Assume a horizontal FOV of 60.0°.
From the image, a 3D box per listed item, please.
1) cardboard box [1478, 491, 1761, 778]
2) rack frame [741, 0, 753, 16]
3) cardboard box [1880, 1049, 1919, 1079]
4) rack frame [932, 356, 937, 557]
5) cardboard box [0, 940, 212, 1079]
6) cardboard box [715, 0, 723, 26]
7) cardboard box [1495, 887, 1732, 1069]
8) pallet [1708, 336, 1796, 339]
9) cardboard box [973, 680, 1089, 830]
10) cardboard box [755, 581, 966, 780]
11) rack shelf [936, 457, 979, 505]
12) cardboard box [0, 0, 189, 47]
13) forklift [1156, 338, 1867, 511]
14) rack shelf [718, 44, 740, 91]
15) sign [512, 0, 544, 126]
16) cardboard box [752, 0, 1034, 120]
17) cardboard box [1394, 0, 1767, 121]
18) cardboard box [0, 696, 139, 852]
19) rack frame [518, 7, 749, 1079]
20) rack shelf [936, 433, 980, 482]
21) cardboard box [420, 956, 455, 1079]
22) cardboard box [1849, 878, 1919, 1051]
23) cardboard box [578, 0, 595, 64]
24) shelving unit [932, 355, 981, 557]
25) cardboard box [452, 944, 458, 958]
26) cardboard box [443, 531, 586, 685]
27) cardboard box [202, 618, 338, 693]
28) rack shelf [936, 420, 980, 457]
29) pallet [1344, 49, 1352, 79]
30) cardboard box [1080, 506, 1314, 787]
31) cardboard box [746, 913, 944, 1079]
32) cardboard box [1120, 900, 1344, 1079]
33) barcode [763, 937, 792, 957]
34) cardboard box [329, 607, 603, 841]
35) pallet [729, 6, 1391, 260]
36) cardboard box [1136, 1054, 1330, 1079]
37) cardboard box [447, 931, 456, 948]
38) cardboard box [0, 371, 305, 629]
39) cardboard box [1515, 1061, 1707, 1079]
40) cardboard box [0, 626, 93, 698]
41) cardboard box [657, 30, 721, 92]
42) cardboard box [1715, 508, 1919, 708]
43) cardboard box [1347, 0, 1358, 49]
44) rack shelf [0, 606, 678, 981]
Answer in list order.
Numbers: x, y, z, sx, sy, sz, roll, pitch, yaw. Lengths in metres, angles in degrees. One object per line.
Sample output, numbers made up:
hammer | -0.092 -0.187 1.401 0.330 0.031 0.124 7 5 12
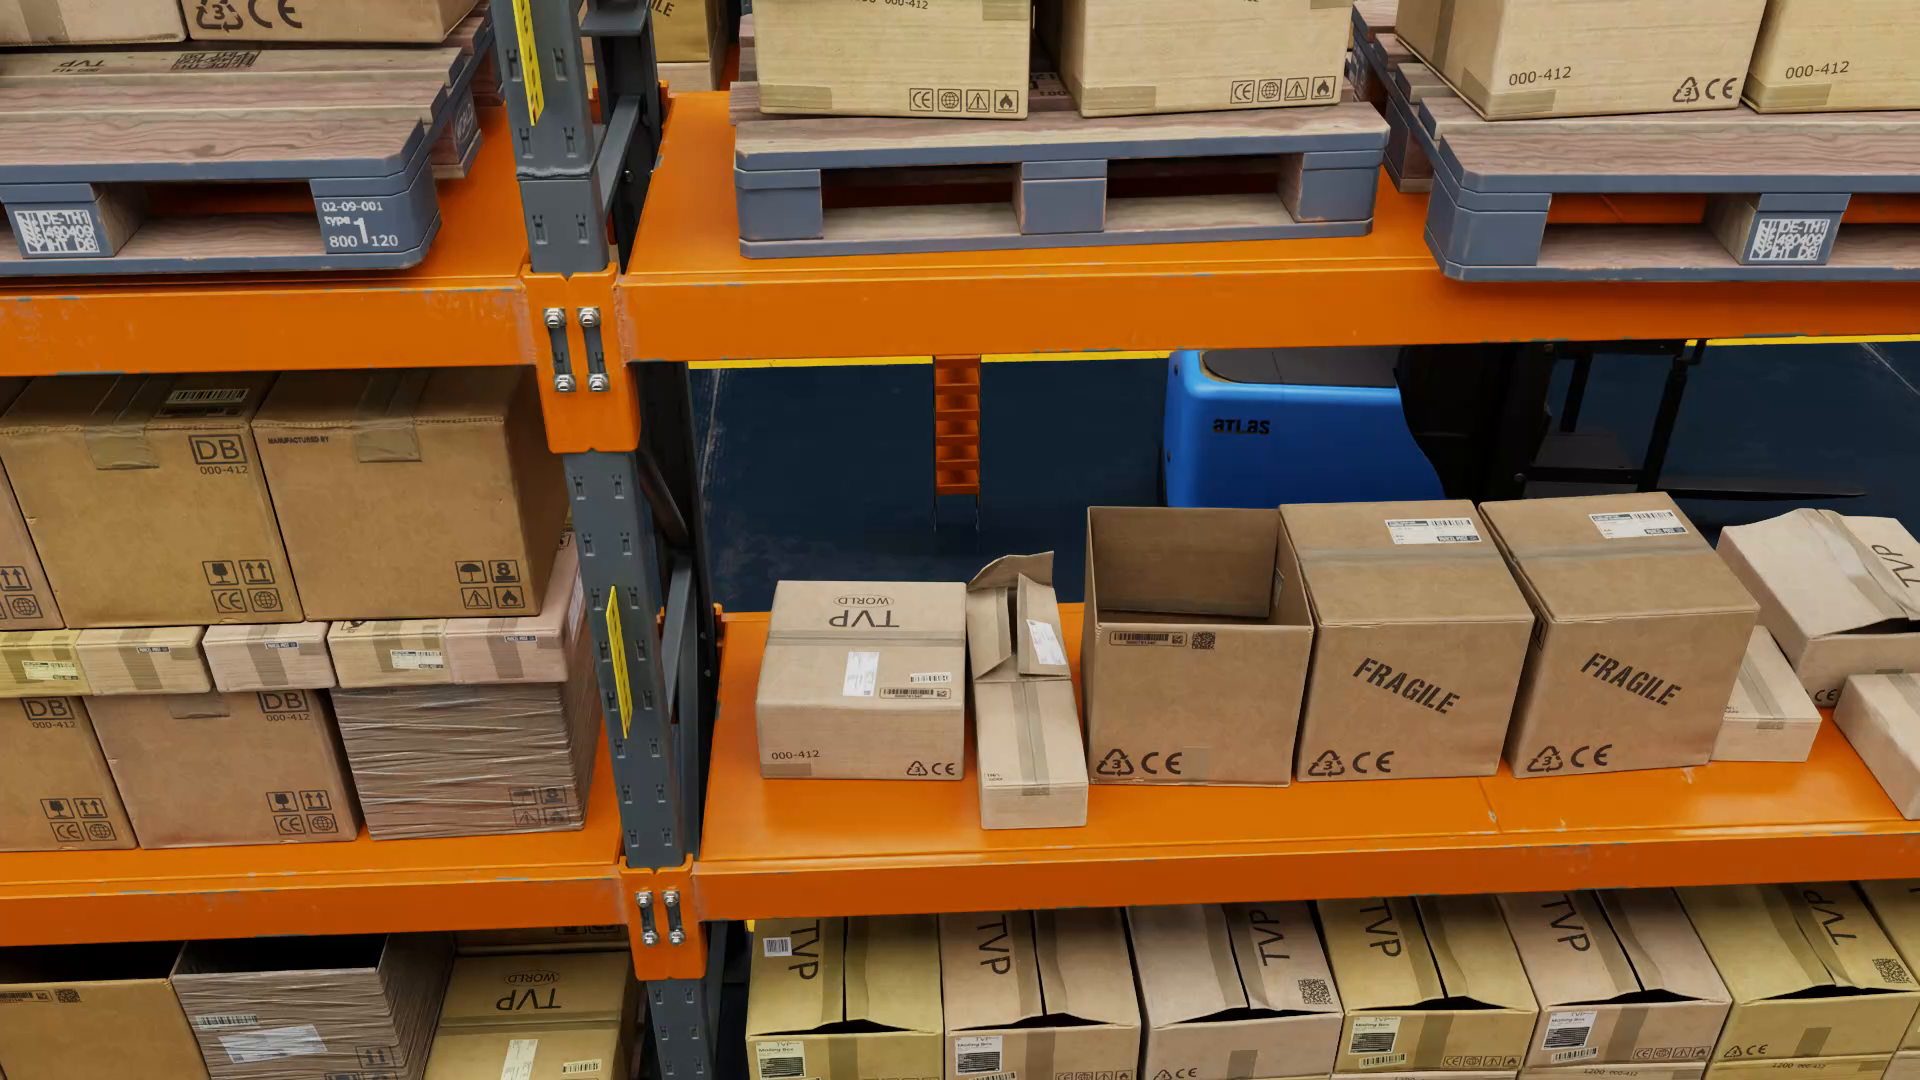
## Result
cardboard box | 1.593 0.232 4.190 0.500 0.500 0.500 -3 35 -5
rack frame | -0.965 -2.489 8.210 0.127 3.000 1.000 -2 35 -2
cardboard box | 2.755 1.330 4.740 0.500 0.250 0.500 -1 35 -1
rack frame | -0.106 -0.491 6.904 0.006 1.200 0.240 -2 35 -2
cardboard box | -2.179 1.136 4.361 0.500 0.500 0.500 -2 35 -2
cardboard box | -1.444 -2.850 8.187 0.500 0.500 0.500 -2 35 -3
cardboard box | 1.734 1.130 4.535 0.500 0.311 0.500 -2 35 -3
pallet | 3.821 -1.428 9.129 1.213 0.211 1.003 -2 35 -2
cardboard box | 0.168 0.522 4.080 0.250 0.149 0.380 -2 35 -2
cardboard box | -0.237 0.350 4.240 0.500 0.250 0.500 1 35 1
rack shelf | -0.014 -0.259 7.070 0.180 0.103 0.258 -2 35 -2
cardboard box | -1.782 -1.222 3.330 0.500 0.311 0.500 -3 35 -5
forklift | 2.373 -1.119 6.292 3.031 2.935 1.130 2 35 3
rack shelf | -2.963 -2.139 8.337 4.000 0.370 1.077 -2 35 -2
sign | -0.699 -0.836 2.663 0.005 0.325 0.100 -2 35 -2
cardboard box | -0.111 -1.029 3.228 0.500 0.250 0.500 2 35 3
cardboard box | 1.186 -1.034 3.236 0.500 0.250 0.500 -4 35 -6
cardboard box | -2.198 0.330 4.049 0.500 0.500 0.700 -1 35 -2
rack frame | -0.727 0.327 4.142 0.127 3.000 1.000 -2 35 -2
rack shelf | -0.014 -0.358 7.002 0.180 0.103 0.258 -2 35 -2
cardboard box | -1.680 1.429 4.596 0.500 0.250 0.500 -2 35 -2
cardboard box | 2.757 1.101 4.578 0.500 0.311 0.500 -1 35 -1
cardboard box | -1.921 -2.539 7.738 0.500 0.500 0.500 -2 35 -2
shelving unit | -0.014 -0.493 6.908 0.189 1.200 0.258 -2 35 -2
cardboard box | -1.704 1.136 5.021 0.500 0.250 0.500 -2 35 -2
cardboard box | -0.988 0.148 3.742 0.250 0.149 0.380 -2 35 -2
cardboard box | -1.497 0.162 3.722 0.250 0.149 0.380 -3 35 -4
rack shelf | -0.014 -0.456 6.933 0.180 0.103 0.258 -2 35 -2
pallet | 2.324 -2.438 8.306 1.003 0.211 1.213 -2 35 -2
cardboard box | 0.567 0.260 4.150 0.500 0.500 0.500 1 35 1
cardboard box | -0.302 1.185 4.457 0.500 0.311 0.500 -1 35 -2
cardboard box | 0.715 1.160 4.493 0.500 0.311 0.500 -3 35 -4
barcode | -0.452 1.009 4.123 0.075 0.075 0.001 -2 35 -2
cardboard box | -1.170 0.301 4.091 0.500 0.500 0.700 -2 35 -3
pallet | 0.154 -0.859 3.388 1.217 0.209 0.805 -3 35 -4
cardboard box | 0.716 1.386 4.658 0.500 0.250 0.500 -3 35 -4
cardboard box | -1.704 0.829 4.805 0.500 0.500 0.500 -2 35 -2
cardboard box | -1.674 -0.218 3.701 0.500 0.500 0.700 -2 35 -2
cardboard box | 1.737 1.358 4.700 0.500 0.250 0.500 -1 35 -1
cardboard box | -2.005 0.174 3.704 0.250 0.149 0.380 -2 35 -2
cardboard box | -1.424 -2.250 7.980 0.500 0.250 0.500 -1 35 -2
cardboard box | 2.366 0.170 4.447 0.500 0.311 0.500 -2 35 -3
cardboard box | 2.004 -2.770 8.142 0.500 0.500 0.700 -5 35 -7
rack shelf | -2.725 0.677 4.269 4.000 0.370 1.077 -2 35 -2
